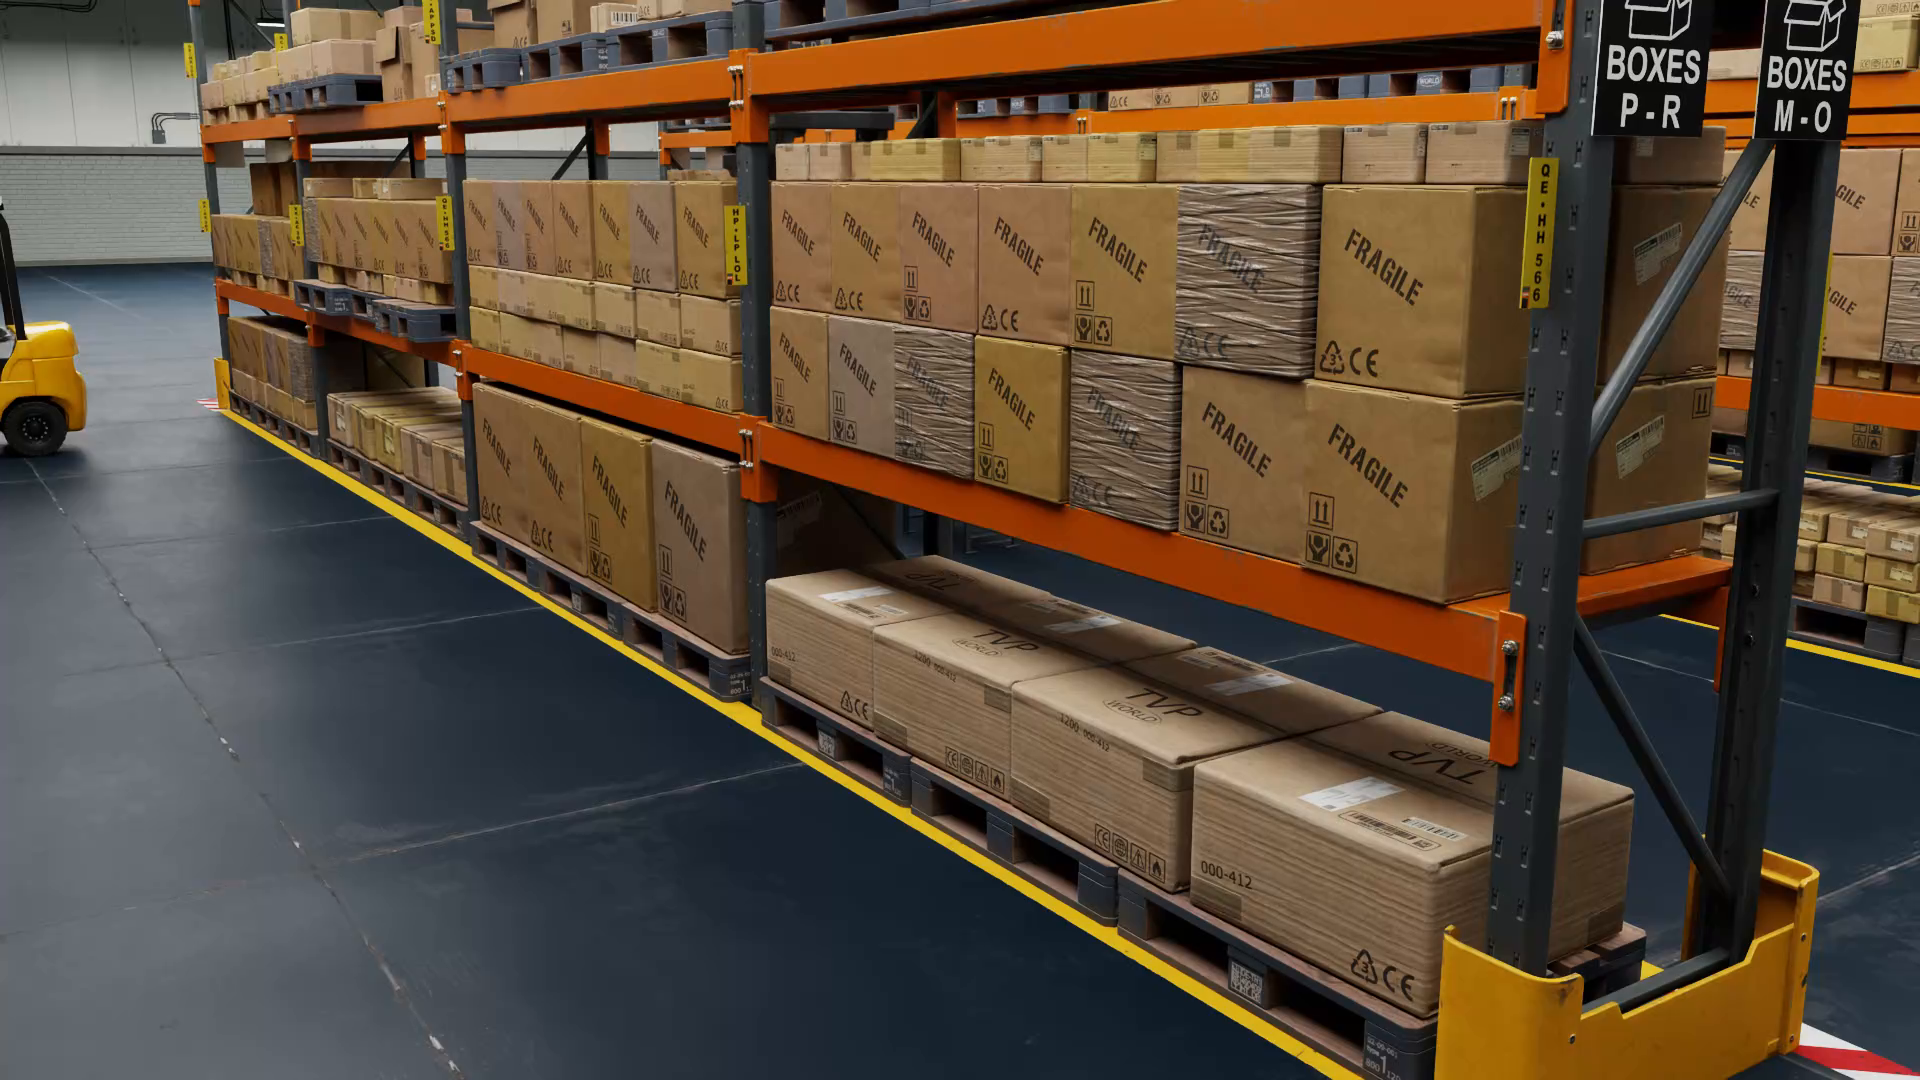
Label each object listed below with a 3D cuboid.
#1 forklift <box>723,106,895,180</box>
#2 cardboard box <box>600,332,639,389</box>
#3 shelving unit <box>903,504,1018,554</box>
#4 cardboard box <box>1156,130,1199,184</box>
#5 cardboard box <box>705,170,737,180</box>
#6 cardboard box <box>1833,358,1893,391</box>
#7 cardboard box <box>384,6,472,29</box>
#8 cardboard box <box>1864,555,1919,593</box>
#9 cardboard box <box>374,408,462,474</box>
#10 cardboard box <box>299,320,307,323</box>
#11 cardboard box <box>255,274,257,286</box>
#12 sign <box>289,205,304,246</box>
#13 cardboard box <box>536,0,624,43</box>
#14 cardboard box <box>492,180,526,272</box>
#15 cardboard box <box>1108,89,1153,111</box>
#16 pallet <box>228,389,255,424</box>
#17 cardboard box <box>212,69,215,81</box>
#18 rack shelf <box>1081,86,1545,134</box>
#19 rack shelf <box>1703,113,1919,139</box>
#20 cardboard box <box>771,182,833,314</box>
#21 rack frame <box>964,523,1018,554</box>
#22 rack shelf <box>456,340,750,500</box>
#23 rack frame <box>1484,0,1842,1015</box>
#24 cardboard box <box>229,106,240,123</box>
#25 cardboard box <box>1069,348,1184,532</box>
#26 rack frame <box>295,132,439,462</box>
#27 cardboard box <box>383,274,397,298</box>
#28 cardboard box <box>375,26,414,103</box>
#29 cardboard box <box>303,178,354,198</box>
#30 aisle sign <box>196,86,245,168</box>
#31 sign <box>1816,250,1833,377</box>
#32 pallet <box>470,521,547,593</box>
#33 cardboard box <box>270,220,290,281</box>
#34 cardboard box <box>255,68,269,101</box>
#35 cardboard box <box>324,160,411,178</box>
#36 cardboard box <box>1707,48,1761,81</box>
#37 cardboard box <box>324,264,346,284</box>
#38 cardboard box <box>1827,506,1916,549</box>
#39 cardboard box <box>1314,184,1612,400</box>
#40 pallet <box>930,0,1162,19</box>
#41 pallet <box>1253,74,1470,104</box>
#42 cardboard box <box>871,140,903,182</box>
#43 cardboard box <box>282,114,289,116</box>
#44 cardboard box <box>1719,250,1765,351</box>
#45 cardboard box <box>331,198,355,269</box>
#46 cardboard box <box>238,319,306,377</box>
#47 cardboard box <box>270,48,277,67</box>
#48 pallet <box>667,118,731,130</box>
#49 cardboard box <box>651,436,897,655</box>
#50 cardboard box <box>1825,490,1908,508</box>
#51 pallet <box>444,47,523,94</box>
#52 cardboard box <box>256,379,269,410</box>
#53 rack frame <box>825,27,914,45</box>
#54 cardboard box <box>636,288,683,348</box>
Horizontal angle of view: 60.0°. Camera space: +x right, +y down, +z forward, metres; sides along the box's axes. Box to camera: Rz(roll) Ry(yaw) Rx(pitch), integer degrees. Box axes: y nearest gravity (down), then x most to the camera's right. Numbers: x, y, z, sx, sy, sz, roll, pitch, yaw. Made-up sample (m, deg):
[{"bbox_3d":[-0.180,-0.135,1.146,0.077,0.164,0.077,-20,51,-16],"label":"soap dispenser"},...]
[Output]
[{"bbox_3d":[-1.214,-2.025,13.259,1.130,2.935,3.031,-6,14,-24],"label":"forklift"},{"bbox_3d":[-1.486,-0.924,8.416,0.500,0.250,0.500,-9,15,-34],"label":"cardboard box"},{"bbox_3d":[-0.004,-0.734,10.707,0.431,1.500,0.755,-8,15,-33],"label":"shelving unit"},{"bbox_3d":[0.803,-1.130,4.916,0.380,0.149,0.250,-8,15,-33],"label":"cardboard box"},{"bbox_3d":[-2.314,-3.830,18.477,0.875,0.550,0.550,-8,15,-33],"label":"cardboard box"},{"bbox_3d":[4.582,-0.844,8.286,0.380,0.149,0.250,-8,15,-32],"label":"cardboard box"},{"bbox_3d":[-3.904,-3.762,12.219,0.500,0.250,0.500,-8,15,-32],"label":"cardboard box"},{"bbox_3d":[4.682,0.142,8.183,0.380,0.149,0.250,-8,15,-32],"label":"cardboard box"},{"bbox_3d":[-3.834,-0.765,12.506,0.950,0.372,0.625,-8,14,-31],"label":"cardboard box"},{"bbox_3d":[-6.178,-1.923,16.331,0.500,0.500,0.500,-7,14,-31],"label":"cardboard box"},{"bbox_3d":[-6.414,-2.459,15.671,0.380,0.149,0.250,-8,14,-31],"label":"cardboard box"},{"bbox_3d":[-5.362,-2.545,13.450,0.100,0.325,0.005,-8,15,-33],"label":"sign"},{"bbox_3d":[-1.992,-3.042,9.511,0.700,0.500,0.500,-9,15,-36],"label":"cardboard box"},{"bbox_3d":[-2.346,-1.809,9.540,0.500,0.500,0.500,-8,15,-33],"label":"cardboard box"},{"bbox_3d":[1.461,-3.461,12.411,0.500,0.500,0.500,-8,15,-33],"label":"cardboard box"},{"bbox_3d":[-6.668,-1.374,16.652,1.003,0.211,1.213,-8,15,-33],"label":"pallet"},{"bbox_3d":[-7.104,-4.544,16.317,0.380,0.149,0.250,-8,15,-33],"label":"cardboard box"},{"bbox_3d":[2.474,-2.838,11.481,1.077,0.370,4.000,-8,15,-33],"label":"rack shelf"},{"bbox_3d":[6.660,-3.407,14.083,1.077,0.370,4.000,-8,15,-33],"label":"rack shelf"},{"bbox_3d":[-0.420,-1.188,6.701,0.500,0.500,0.500,-8,15,-32],"label":"cardboard box"},{"bbox_3d":[0.199,-0.669,10.409,0.400,1.500,0.023,-8,15,-33],"label":"rack frame"},{"bbox_3d":[-1.590,-0.769,9.040,1.077,0.370,4.000,-8,15,-33],"label":"rack shelf"},{"bbox_3d":[1.734,-0.053,4.083,1.000,3.000,0.127,-8,15,-33],"label":"rack frame"},{"bbox_3d":[-6.498,-3.915,15.308,0.380,0.149,0.250,-8,15,-32],"label":"cardboard box"},{"bbox_3d":[0.688,-0.338,5.151,0.500,0.500,0.500,-8,14,-31],"label":"cardboard box"},{"bbox_3d":[-4.915,-2.187,13.843,1.000,3.000,0.127,-8,15,-33],"label":"rack frame"},{"bbox_3d":[-3.759,-1.760,11.496,0.380,0.149,0.250,-8,15,-32],"label":"cardboard box"},{"bbox_3d":[-3.567,-3.260,11.483,0.797,0.503,0.637,-8,15,-33],"label":"cardboard box"},{"bbox_3d":[-4.948,-2.778,13.112,0.380,0.149,0.250,-8,15,-33],"label":"cardboard box"},{"bbox_3d":[-7.423,-4.143,16.700,0.394,0.787,0.004,-8,15,-33],"label":"aisle sign"},{"bbox_3d":[2.199,-0.579,4.278,0.100,0.325,0.005,-8,15,-33],"label":"sign"},{"bbox_3d":[-2.324,0.035,10.205,1.003,0.211,1.213,-8,15,-33],"label":"pallet"},{"bbox_3d":[-5.659,-2.522,14.442,0.500,0.500,0.500,-8,14,-31],"label":"cardboard box"},{"bbox_3d":[-5.664,-3.861,14.130,0.500,0.250,0.500,-8,15,-34],"label":"cardboard box"},{"bbox_3d":[-4.978,-2.974,14.168,0.700,0.500,0.500,-8,15,-33],"label":"cardboard box"},{"bbox_3d":[4.177,-2.464,8.437,0.500,0.250,0.500,-7,14,-30],"label":"cardboard box"},{"bbox_3d":[-4.741,-2.089,12.996,0.380,0.149,0.250,-8,15,-32],"label":"cardboard box"},{"bbox_3d":[4.614,-0.061,8.419,0.380,0.149,0.250,-9,15,-35],"label":"cardboard box"},{"bbox_3d":[1.269,-0.648,4.229,0.500,0.500,0.500,-8,14,-31],"label":"cardboard box"},{"bbox_3d":[0.634,-1.823,5.363,1.003,0.211,1.213,-8,15,-33],"label":"pallet"},{"bbox_3d":[2.752,-3.049,11.199,1.213,0.211,1.003,-8,15,-33],"label":"pallet"},{"bbox_3d":[-0.105,-1.396,6.132,0.380,0.149,0.250,-8,15,-33],"label":"cardboard box"},{"bbox_3d":[-5.344,-3.550,13.640,0.380,0.149,0.250,-8,15,-32],"label":"cardboard box"},{"bbox_3d":[4.176,-1.264,8.689,0.500,0.500,0.500,-8,15,-34],"label":"cardboard box"},{"bbox_3d":[-4.353,-2.291,12.402,0.500,0.500,0.500,-8,15,-33],"label":"cardboard box"},{"bbox_3d":[-6.607,-1.854,16.017,0.500,0.500,0.500,-9,15,-35],"label":"cardboard box"},{"bbox_3d":[-5.480,-3.987,13.773,0.380,0.149,0.250,-9,15,-34],"label":"cardboard box"},{"bbox_3d":[-2.646,-4.794,18.948,1.003,0.211,1.213,-8,15,-33],"label":"pallet"},{"bbox_3d":[-0.892,-0.032,7.979,0.875,0.875,0.875,-8,14,-31],"label":"cardboard box"},{"bbox_3d":[4.827,-0.159,8.863,0.380,0.149,0.250,-8,15,-33],"label":"cardboard box"},{"bbox_3d":[-2.298,-2.741,9.794,1.213,0.211,1.003,-7,14,-30],"label":"pallet"},{"bbox_3d":[-6.325,-1.397,15.683,0.500,0.250,0.500,-7,14,-29],"label":"cardboard box"},{"bbox_3d":[-0.850,-5.722,15.963,1.000,3.000,0.127,-8,15,-33],"label":"rack frame"},{"bbox_3d":[-1.212,-1.073,7.928,0.500,0.250,0.500,-8,14,-31],"label":"cardboard box"}]
